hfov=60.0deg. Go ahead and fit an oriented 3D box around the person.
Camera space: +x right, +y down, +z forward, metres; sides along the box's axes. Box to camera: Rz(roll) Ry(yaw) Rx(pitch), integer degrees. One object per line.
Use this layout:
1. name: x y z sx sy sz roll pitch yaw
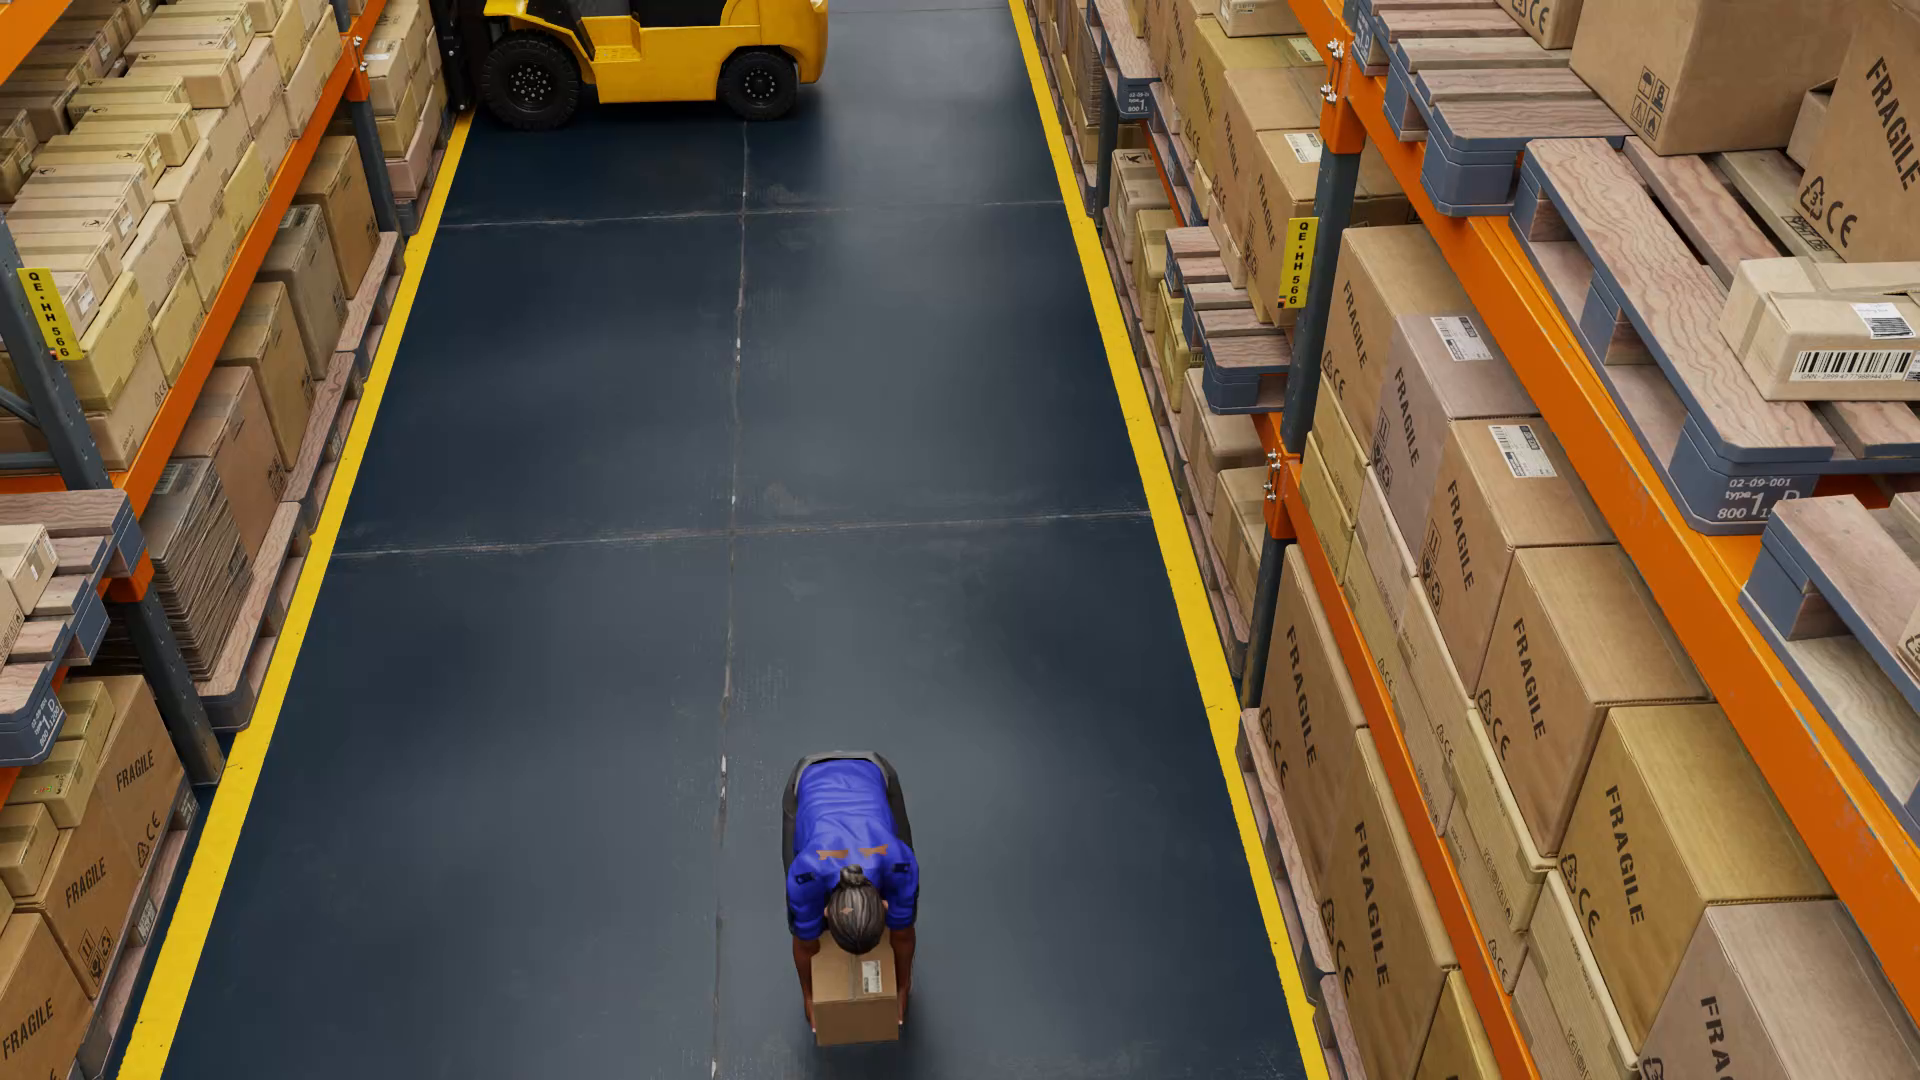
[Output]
1. person: -0.328 1.183 5.151 0.414 1.112 0.866 -4 40 -5
